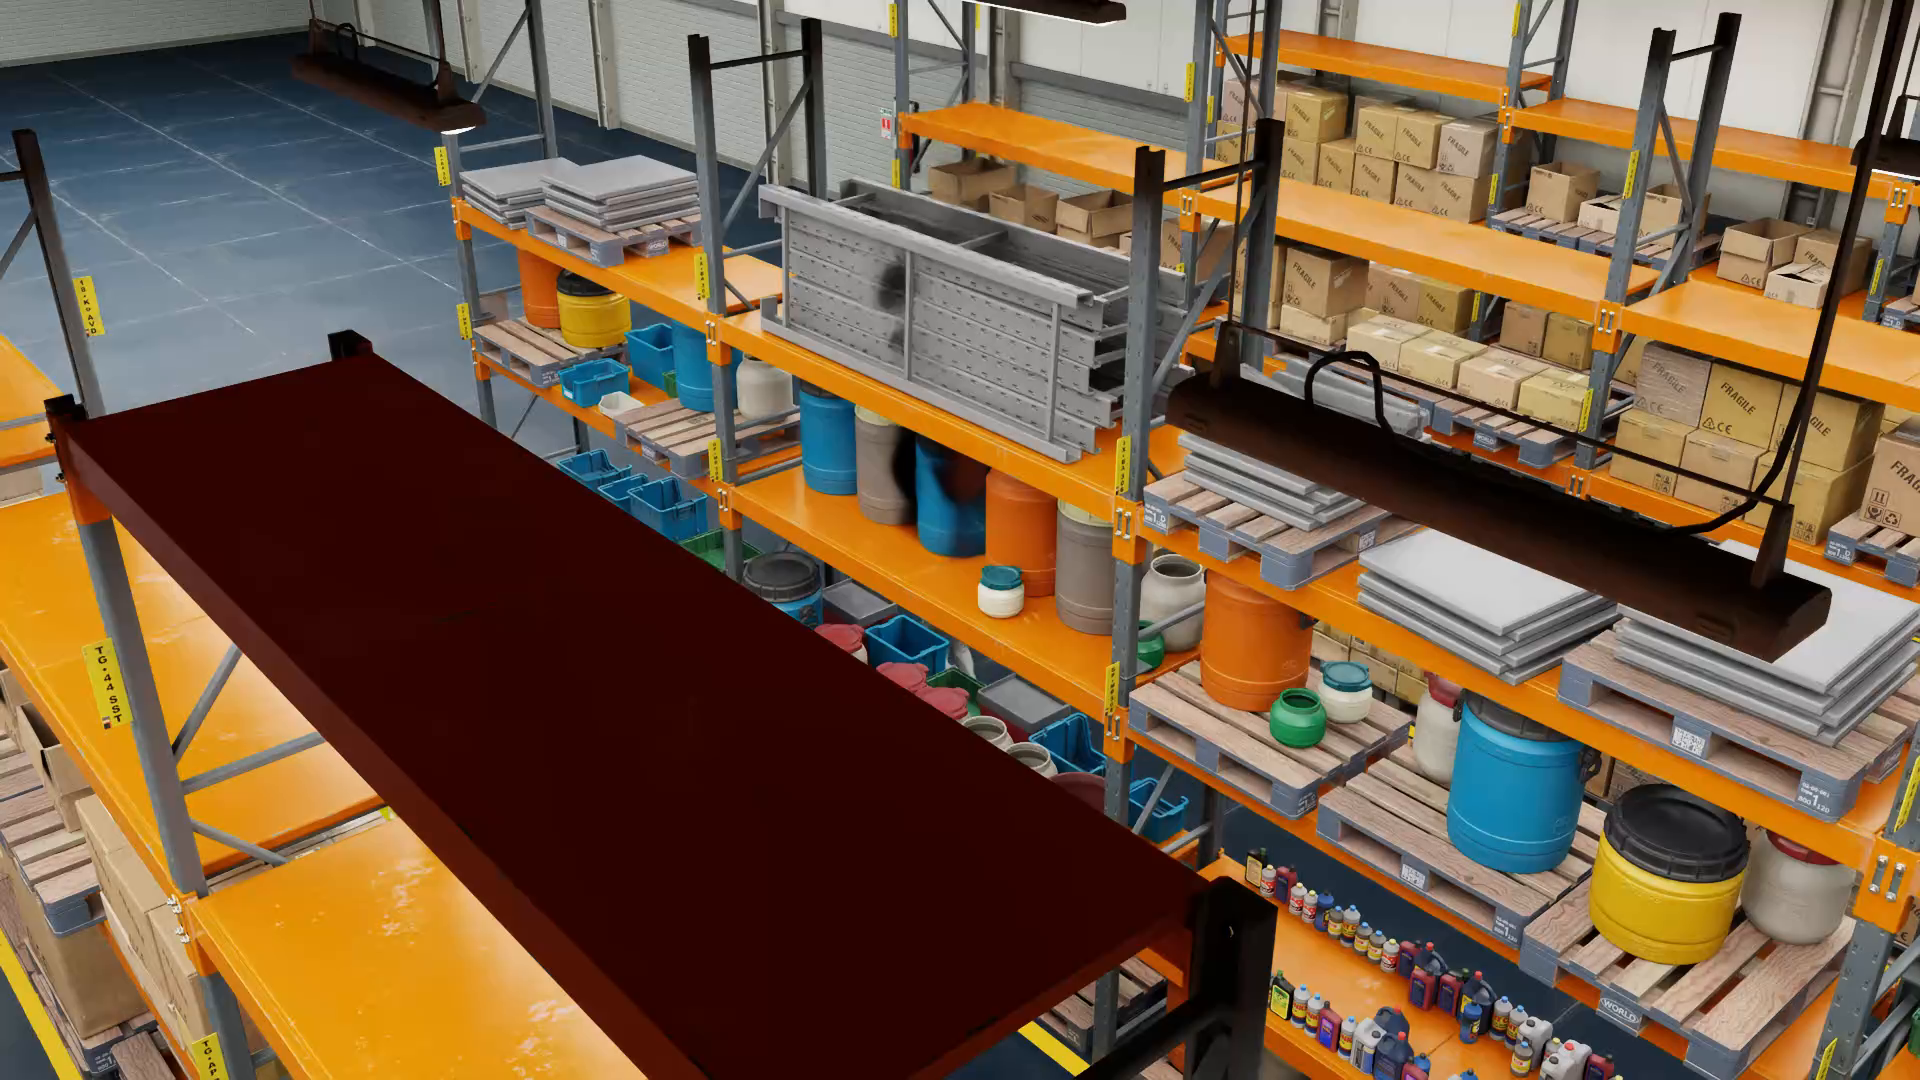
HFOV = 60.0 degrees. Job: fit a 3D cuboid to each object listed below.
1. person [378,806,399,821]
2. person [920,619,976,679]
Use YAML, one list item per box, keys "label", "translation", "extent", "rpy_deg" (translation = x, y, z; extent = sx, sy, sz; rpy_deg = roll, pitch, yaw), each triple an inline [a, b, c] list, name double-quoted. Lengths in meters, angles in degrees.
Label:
- label: "person"
  translation: [-4.103, 2.083, 11.540]
  extent: [0.720, 1.716, 0.680]
  rpy_deg: [19, 33, 33]
- label: "person"
  translation: [-0.108, 0.627, 14.500]
  extent: [0.531, 1.643, 0.744]
  rpy_deg: [-22, 34, -36]
